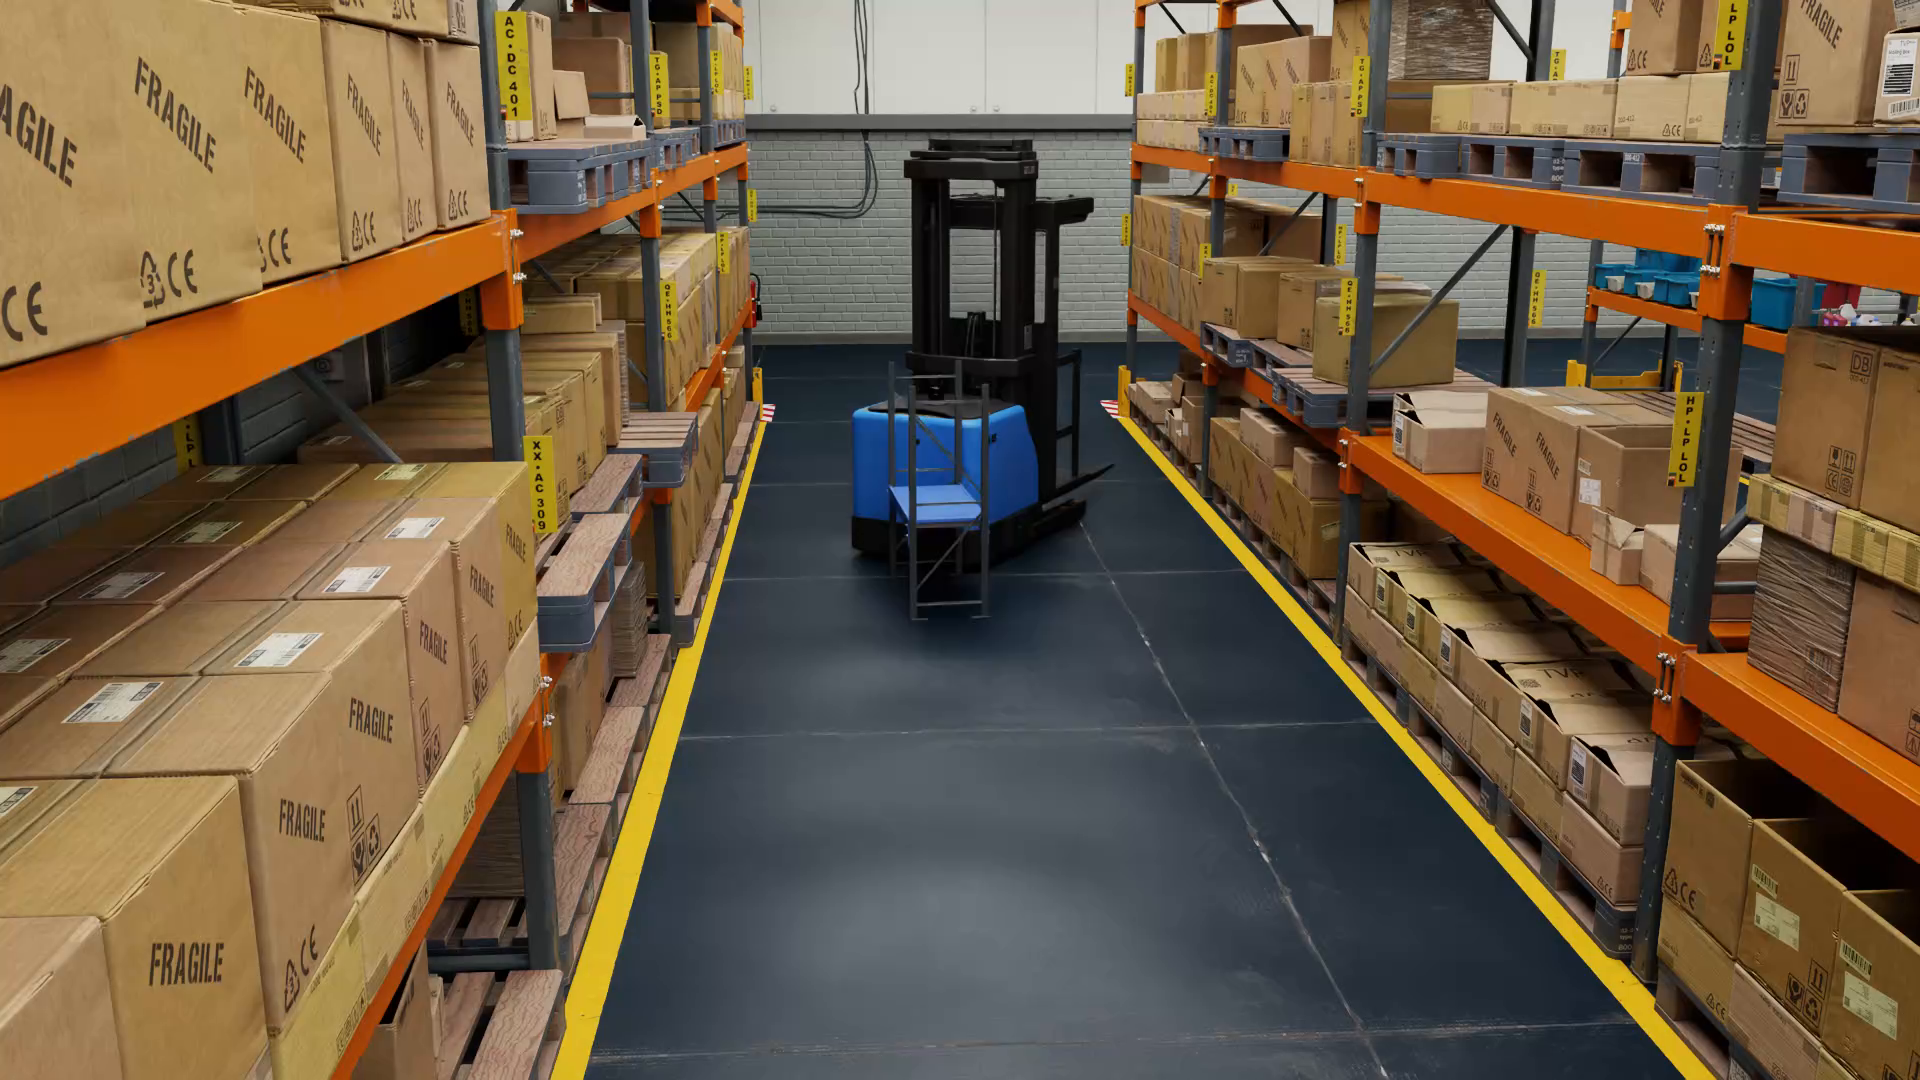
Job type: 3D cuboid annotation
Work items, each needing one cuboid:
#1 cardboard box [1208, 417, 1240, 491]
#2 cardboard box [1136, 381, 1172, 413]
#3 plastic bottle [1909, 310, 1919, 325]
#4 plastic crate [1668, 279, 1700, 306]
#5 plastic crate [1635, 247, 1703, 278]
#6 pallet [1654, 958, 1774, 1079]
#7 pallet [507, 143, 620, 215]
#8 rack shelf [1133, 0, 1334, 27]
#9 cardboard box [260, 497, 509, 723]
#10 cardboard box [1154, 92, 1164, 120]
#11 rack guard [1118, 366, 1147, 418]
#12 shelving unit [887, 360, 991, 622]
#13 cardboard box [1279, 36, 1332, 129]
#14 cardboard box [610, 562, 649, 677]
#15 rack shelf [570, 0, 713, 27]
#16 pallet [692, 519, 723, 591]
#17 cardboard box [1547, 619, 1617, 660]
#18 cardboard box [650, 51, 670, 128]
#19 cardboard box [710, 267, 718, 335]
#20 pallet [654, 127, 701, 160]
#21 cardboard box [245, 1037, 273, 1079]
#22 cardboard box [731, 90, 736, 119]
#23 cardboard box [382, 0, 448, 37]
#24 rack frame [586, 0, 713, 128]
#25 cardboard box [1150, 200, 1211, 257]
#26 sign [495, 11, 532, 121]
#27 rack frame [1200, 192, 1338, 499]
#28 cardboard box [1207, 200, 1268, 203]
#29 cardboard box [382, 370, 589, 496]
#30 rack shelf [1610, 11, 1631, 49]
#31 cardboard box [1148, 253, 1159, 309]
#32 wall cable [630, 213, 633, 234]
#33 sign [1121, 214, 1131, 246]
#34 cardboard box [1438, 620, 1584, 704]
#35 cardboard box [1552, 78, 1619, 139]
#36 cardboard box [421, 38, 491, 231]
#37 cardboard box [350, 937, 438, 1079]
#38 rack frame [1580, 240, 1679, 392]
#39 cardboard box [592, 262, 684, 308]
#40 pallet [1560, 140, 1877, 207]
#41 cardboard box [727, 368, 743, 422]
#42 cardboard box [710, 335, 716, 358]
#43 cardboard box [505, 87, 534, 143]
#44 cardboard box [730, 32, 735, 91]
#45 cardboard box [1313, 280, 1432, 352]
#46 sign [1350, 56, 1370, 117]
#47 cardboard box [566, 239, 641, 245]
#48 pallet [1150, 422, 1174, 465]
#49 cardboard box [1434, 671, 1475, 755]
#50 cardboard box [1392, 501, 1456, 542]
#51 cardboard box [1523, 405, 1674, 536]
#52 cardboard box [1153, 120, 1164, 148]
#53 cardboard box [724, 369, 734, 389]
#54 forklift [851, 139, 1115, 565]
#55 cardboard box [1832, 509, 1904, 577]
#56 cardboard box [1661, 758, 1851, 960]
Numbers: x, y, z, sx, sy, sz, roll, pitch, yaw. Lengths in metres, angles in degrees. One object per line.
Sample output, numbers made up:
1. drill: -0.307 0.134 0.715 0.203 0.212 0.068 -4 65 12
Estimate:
1. cardboard box: 2.309 -0.698 13.353 0.500 0.500 0.500 -2 15 -6
2. cardboard box: 2.056 -1.432 16.706 0.500 0.250 0.500 -1 14 -3
3. plastic bottle: 7.813 -1.742 13.526 0.152 0.276 0.135 -1 14 -3
4. plastic crate: 7.005 -2.369 15.930 0.416 0.233 0.300 -1 14 -3
5. plastic crate: 7.425 -2.856 17.414 0.616 0.435 0.499 -1 14 -3
6. pallet: 3.025 1.719 5.422 1.003 0.211 1.213 -1 14 -3
7. pallet: -1.858 -1.269 5.797 1.213 0.211 1.003 -1 14 -3
8. rack shelf: 2.398 -4.872 14.854 1.077 0.370 4.000 -1 14 -3
9. cardboard box: -1.552 0.184 4.547 0.500 0.500 0.500 -1 14 -4
10. cardboard box: 2.108 -4.056 15.548 0.500 0.250 0.500 -1 14 -3
11. rack guard: 2.279 -1.585 17.683 1.175 0.500 0.348 -1 14 -3
12. shelving unit: -0.154 -0.349 10.873 0.538 1.500 1.048 -2 15 -9
13. cardboard box: 2.565 -3.114 11.347 0.600 0.600 0.600 -1 15 -6
14. cardboard box: -2.077 0.429 8.975 0.700 0.500 0.500 -1 14 -3
15. rack shelf: -2.298 -3.608 10.736 1.077 0.370 4.000 -1 14 -3
16. pallet: -2.220 0.103 11.701 1.003 0.211 1.213 -1 14 -3
17. cardboard box: 3.144 0.538 7.966 0.500 0.311 0.500 0 14 -2
18. cardboard box: -2.378 -3.098 11.445 0.700 0.500 0.500 -1 14 -4
19. cardboard box: -2.142 -1.833 12.794 0.500 0.500 0.500 -1 14 -4
20. pallet: -2.316 -2.875 12.044 0.805 0.209 1.217 -1 15 -6
21. cardboard box: -1.438 1.050 2.686 0.500 0.250 0.500 -1 14 -5
22. cardboard box: -2.289 -3.932 15.026 0.500 0.250 0.500 -1 14 -5
23. cardboard box: -1.580 -1.490 4.031 0.500 0.500 0.500 0 14 0
24. rack frame: -2.422 -4.647 12.530 1.000 3.000 0.127 -1 14 -3
25. cardboard box: 2.105 -2.978 15.874 0.500 0.500 0.500 -1 14 -3
26. sign: -1.385 -1.466 5.146 0.100 0.325 0.005 -1 14 -3
27. rack frame: 2.522 -1.819 13.578 1.000 3.000 0.127 -1 14 -3
28. cardboard box: 2.645 -2.986 15.905 0.500 0.500 0.500 0 14 -2
29. cardboard box: -2.023 -0.443 7.146 0.700 0.500 0.500 1 14 4
30. rack shelf: 7.342 -4.756 15.197 1.077 0.370 4.000 -1 14 -3
31. cardboard box: 2.104 -2.495 16.004 0.500 0.500 0.500 -1 14 -4
32. wall cable: -3.693 -3.533 18.198 0.084 1.984 1.851 -1 14 -3
33. sign: 1.733 -3.225 17.304 0.100 0.325 0.005 -1 14 -3
34. cardboard box: 2.612 0.552 7.911 0.500 0.311 0.500 -1 14 -4
35. cardboard box: 2.960 -1.890 7.290 0.500 0.250 0.500 -2 15 -8
36. cardboard box: -1.648 -1.141 4.680 0.500 0.500 0.500 0 14 -2
37. cardboard box: -1.822 1.503 4.800 0.500 0.500 0.500 -2 15 -8
38. rack frame: 7.218 -2.890 17.738 1.000 3.000 0.127 -1 14 -3
39. cardboard box: -1.979 -1.563 10.239 0.500 0.250 0.500 -1 14 -4
40. pallet: 2.950 -1.409 6.347 0.805 0.209 1.217 -1 15 -6
41. cardboard box: -2.495 -1.433 16.249 0.700 0.500 0.500 -1 14 -4
42. cardboard box: -2.079 -1.488 12.754 0.380 0.149 0.250 -1 14 -2
43. cardboard box: -1.918 -1.656 6.258 0.500 0.311 0.500 0 14 -2
44. cardboard box: -2.291 -4.300 14.951 0.500 0.500 0.500 -2 15 -6
45. cardboard box: 2.752 -1.462 11.144 0.700 0.500 0.500 2 15 7
46. sign: 2.228 -2.520 9.243 0.100 0.325 0.005 -1 14 -3
47. cardboard box: -2.614 -2.059 12.166 0.500 0.250 0.500 -1 14 -3
48. pallet: 2.402 -0.944 15.772 1.003 0.211 1.213 -1 14 -3
49. cardboard box: 2.611 0.820 7.995 0.500 0.250 0.500 -1 14 -2
50. cardboard box: 3.027 0.055 10.426 0.500 0.500 0.500 0 14 -1
51. cardboard box: 2.923 -0.325 7.570 0.500 0.500 0.500 -1 14 -3
52. cardboard box: 2.103 -3.814 15.610 0.500 0.250 0.500 -1 14 -3
53. cardboard box: -2.238 -1.454 15.031 0.380 0.149 0.250 -1 14 -5
54. forklift: 0.339 -1.567 12.735 1.130 2.935 3.031 7 16 26
55. cardboard box: 2.874 0.004 4.989 0.380 0.149 0.250 -1 14 -5
56. cardboard box: 2.734 1.055 5.575 0.500 0.500 0.500 -1 14 -3
